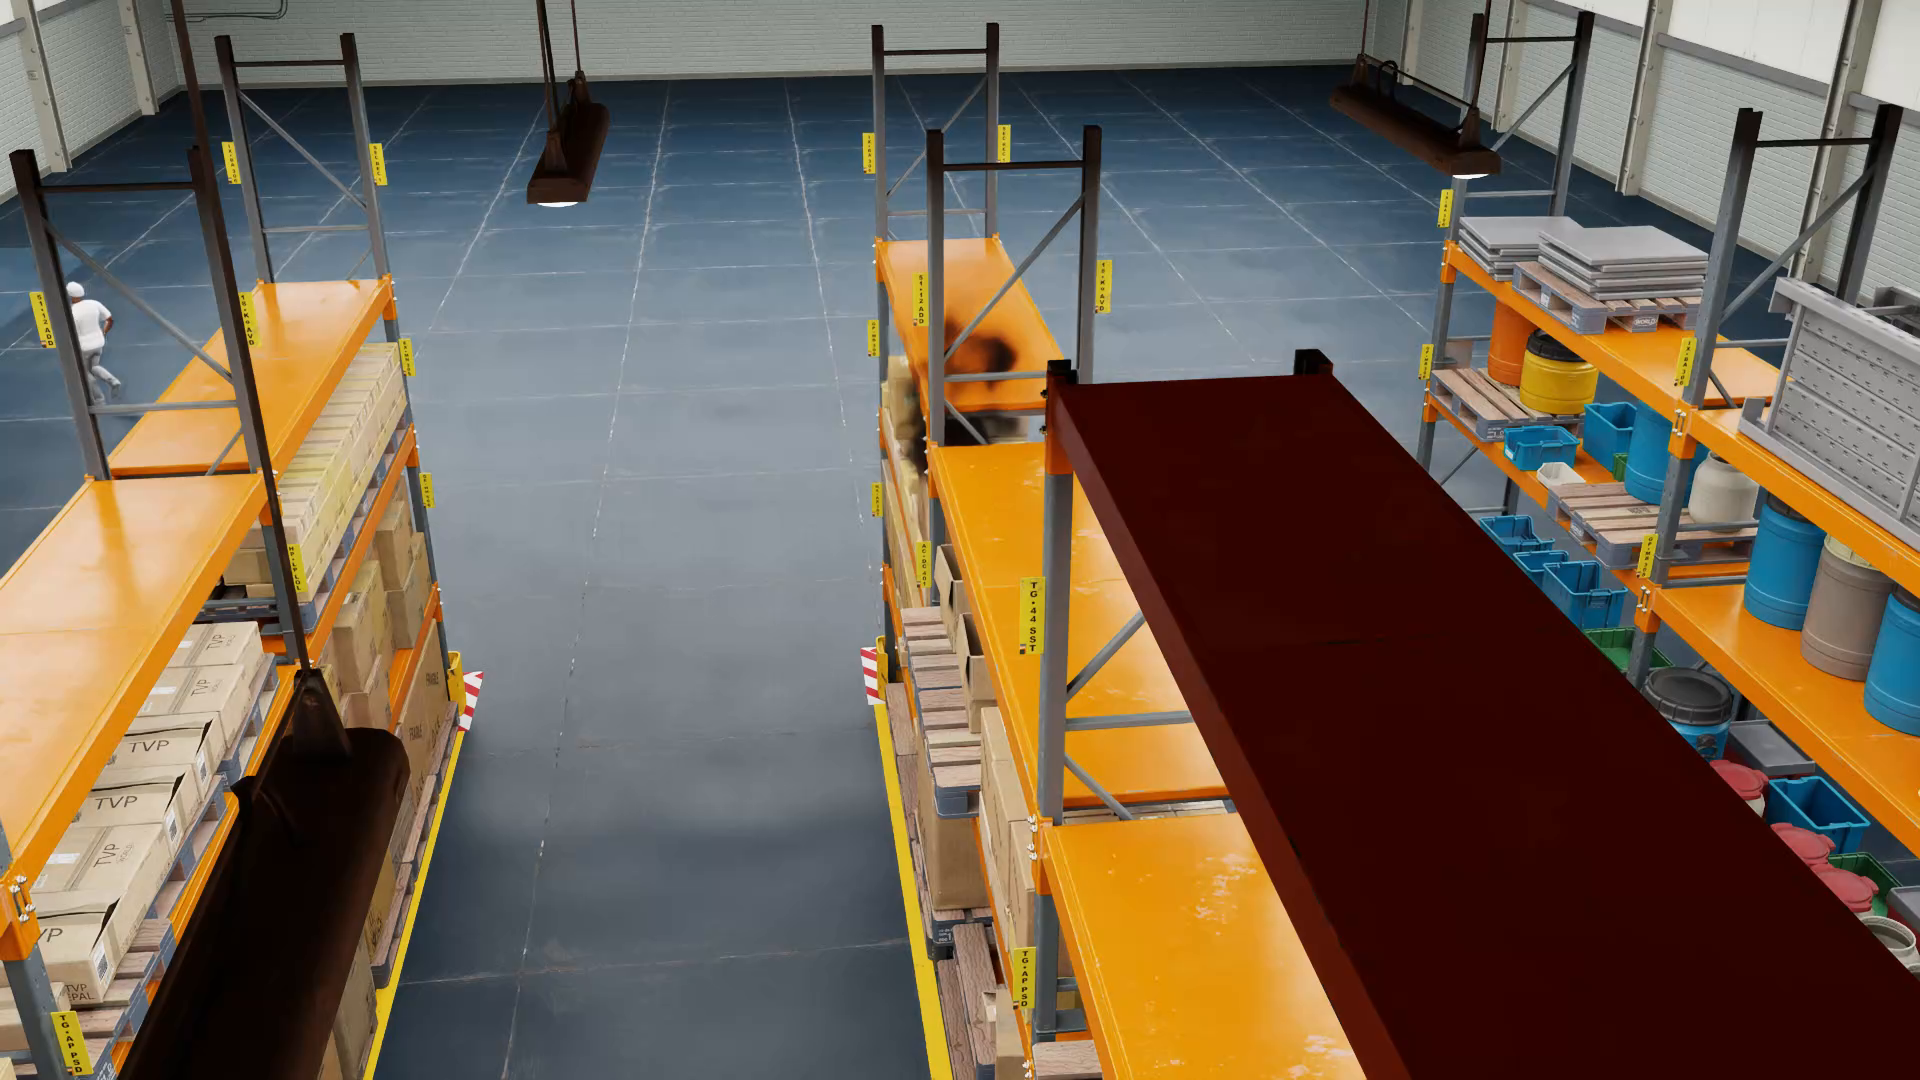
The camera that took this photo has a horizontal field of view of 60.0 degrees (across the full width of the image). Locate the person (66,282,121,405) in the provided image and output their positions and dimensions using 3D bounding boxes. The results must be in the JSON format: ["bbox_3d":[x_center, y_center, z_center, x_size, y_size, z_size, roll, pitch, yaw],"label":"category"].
[{"bbox_3d":[-11.459,-2.557,21.874,0.618,1.724,0.718,12,28,24],"label":"person"}]
